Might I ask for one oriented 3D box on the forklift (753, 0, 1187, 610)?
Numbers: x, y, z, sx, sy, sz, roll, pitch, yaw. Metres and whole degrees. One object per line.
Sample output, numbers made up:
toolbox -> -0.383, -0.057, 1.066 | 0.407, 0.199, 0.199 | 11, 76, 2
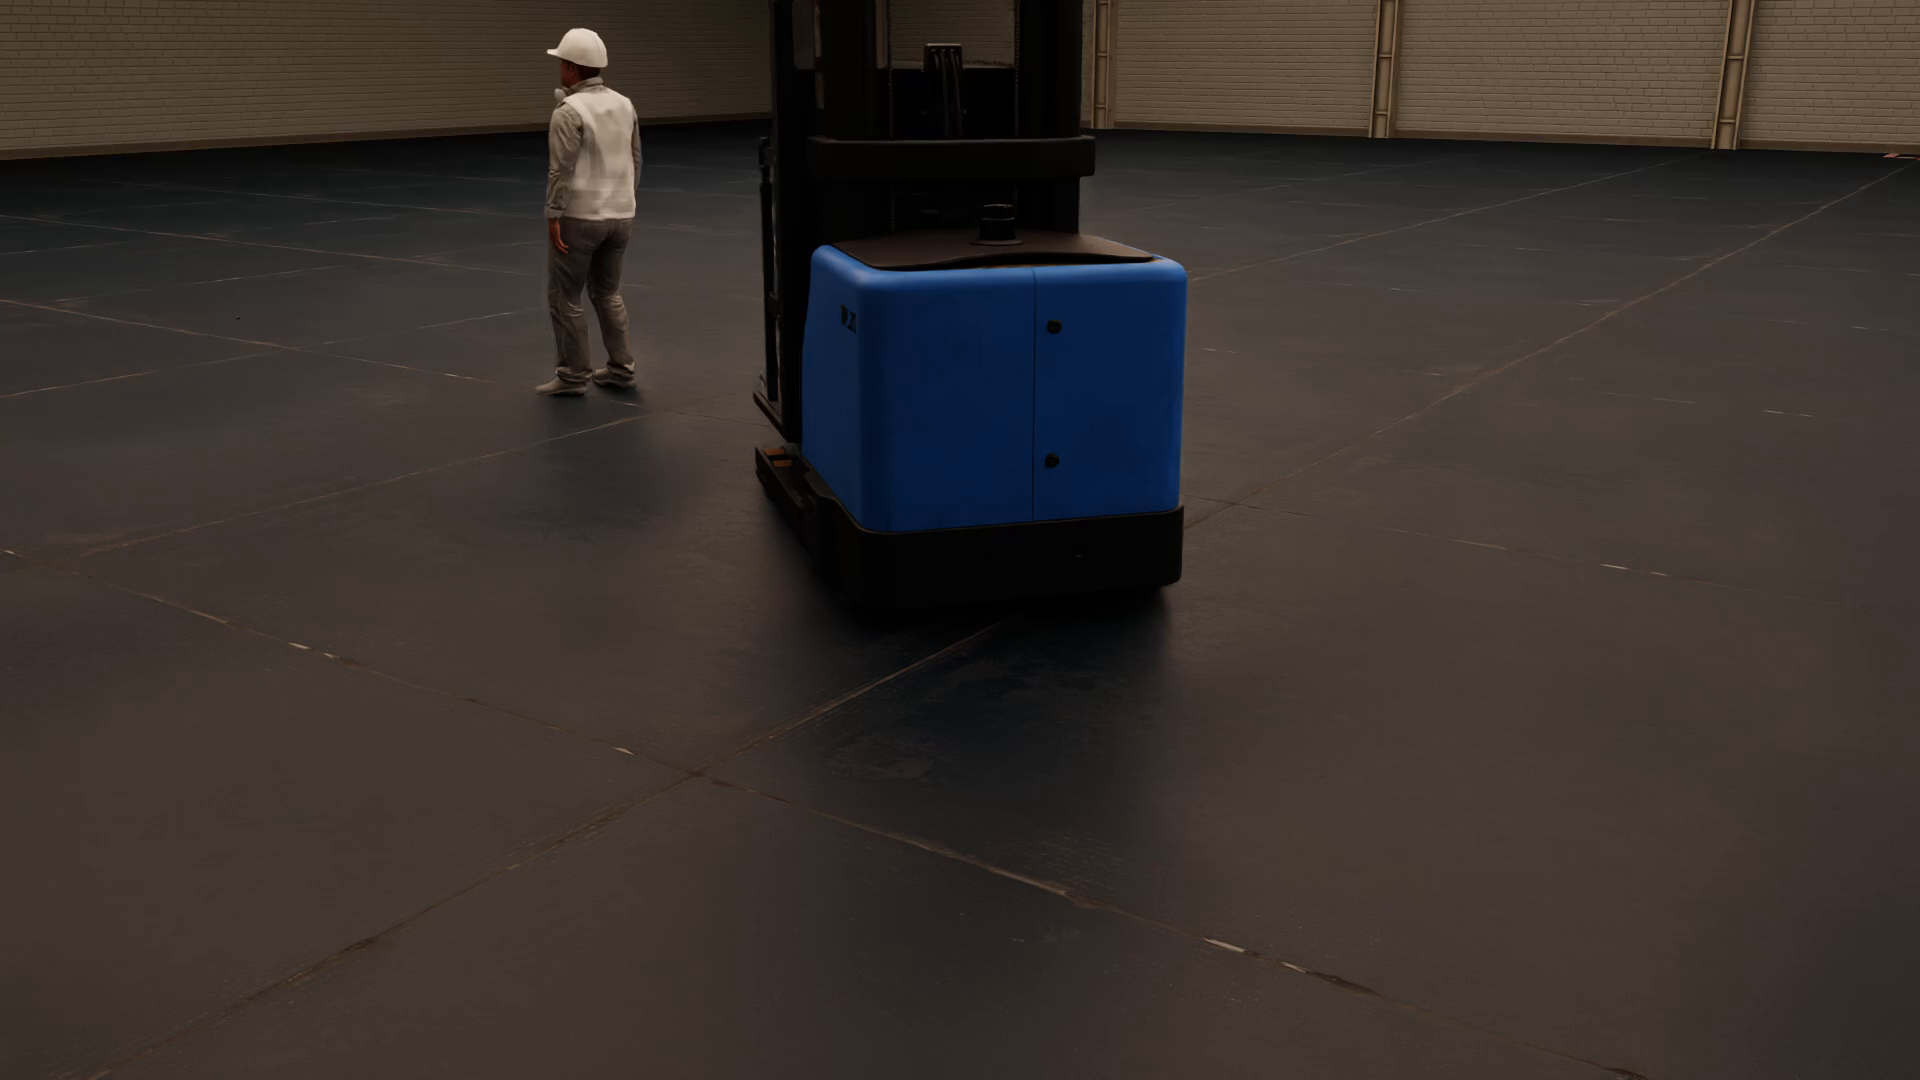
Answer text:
forklift -> -0.188, -1.575, 6.099 | 1.130, 2.935, 3.031 | -5, 17, -15

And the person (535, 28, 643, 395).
person -> -1.863, -1.603, 8.259 | 0.497, 1.792, 0.606 | 11, 20, 32
